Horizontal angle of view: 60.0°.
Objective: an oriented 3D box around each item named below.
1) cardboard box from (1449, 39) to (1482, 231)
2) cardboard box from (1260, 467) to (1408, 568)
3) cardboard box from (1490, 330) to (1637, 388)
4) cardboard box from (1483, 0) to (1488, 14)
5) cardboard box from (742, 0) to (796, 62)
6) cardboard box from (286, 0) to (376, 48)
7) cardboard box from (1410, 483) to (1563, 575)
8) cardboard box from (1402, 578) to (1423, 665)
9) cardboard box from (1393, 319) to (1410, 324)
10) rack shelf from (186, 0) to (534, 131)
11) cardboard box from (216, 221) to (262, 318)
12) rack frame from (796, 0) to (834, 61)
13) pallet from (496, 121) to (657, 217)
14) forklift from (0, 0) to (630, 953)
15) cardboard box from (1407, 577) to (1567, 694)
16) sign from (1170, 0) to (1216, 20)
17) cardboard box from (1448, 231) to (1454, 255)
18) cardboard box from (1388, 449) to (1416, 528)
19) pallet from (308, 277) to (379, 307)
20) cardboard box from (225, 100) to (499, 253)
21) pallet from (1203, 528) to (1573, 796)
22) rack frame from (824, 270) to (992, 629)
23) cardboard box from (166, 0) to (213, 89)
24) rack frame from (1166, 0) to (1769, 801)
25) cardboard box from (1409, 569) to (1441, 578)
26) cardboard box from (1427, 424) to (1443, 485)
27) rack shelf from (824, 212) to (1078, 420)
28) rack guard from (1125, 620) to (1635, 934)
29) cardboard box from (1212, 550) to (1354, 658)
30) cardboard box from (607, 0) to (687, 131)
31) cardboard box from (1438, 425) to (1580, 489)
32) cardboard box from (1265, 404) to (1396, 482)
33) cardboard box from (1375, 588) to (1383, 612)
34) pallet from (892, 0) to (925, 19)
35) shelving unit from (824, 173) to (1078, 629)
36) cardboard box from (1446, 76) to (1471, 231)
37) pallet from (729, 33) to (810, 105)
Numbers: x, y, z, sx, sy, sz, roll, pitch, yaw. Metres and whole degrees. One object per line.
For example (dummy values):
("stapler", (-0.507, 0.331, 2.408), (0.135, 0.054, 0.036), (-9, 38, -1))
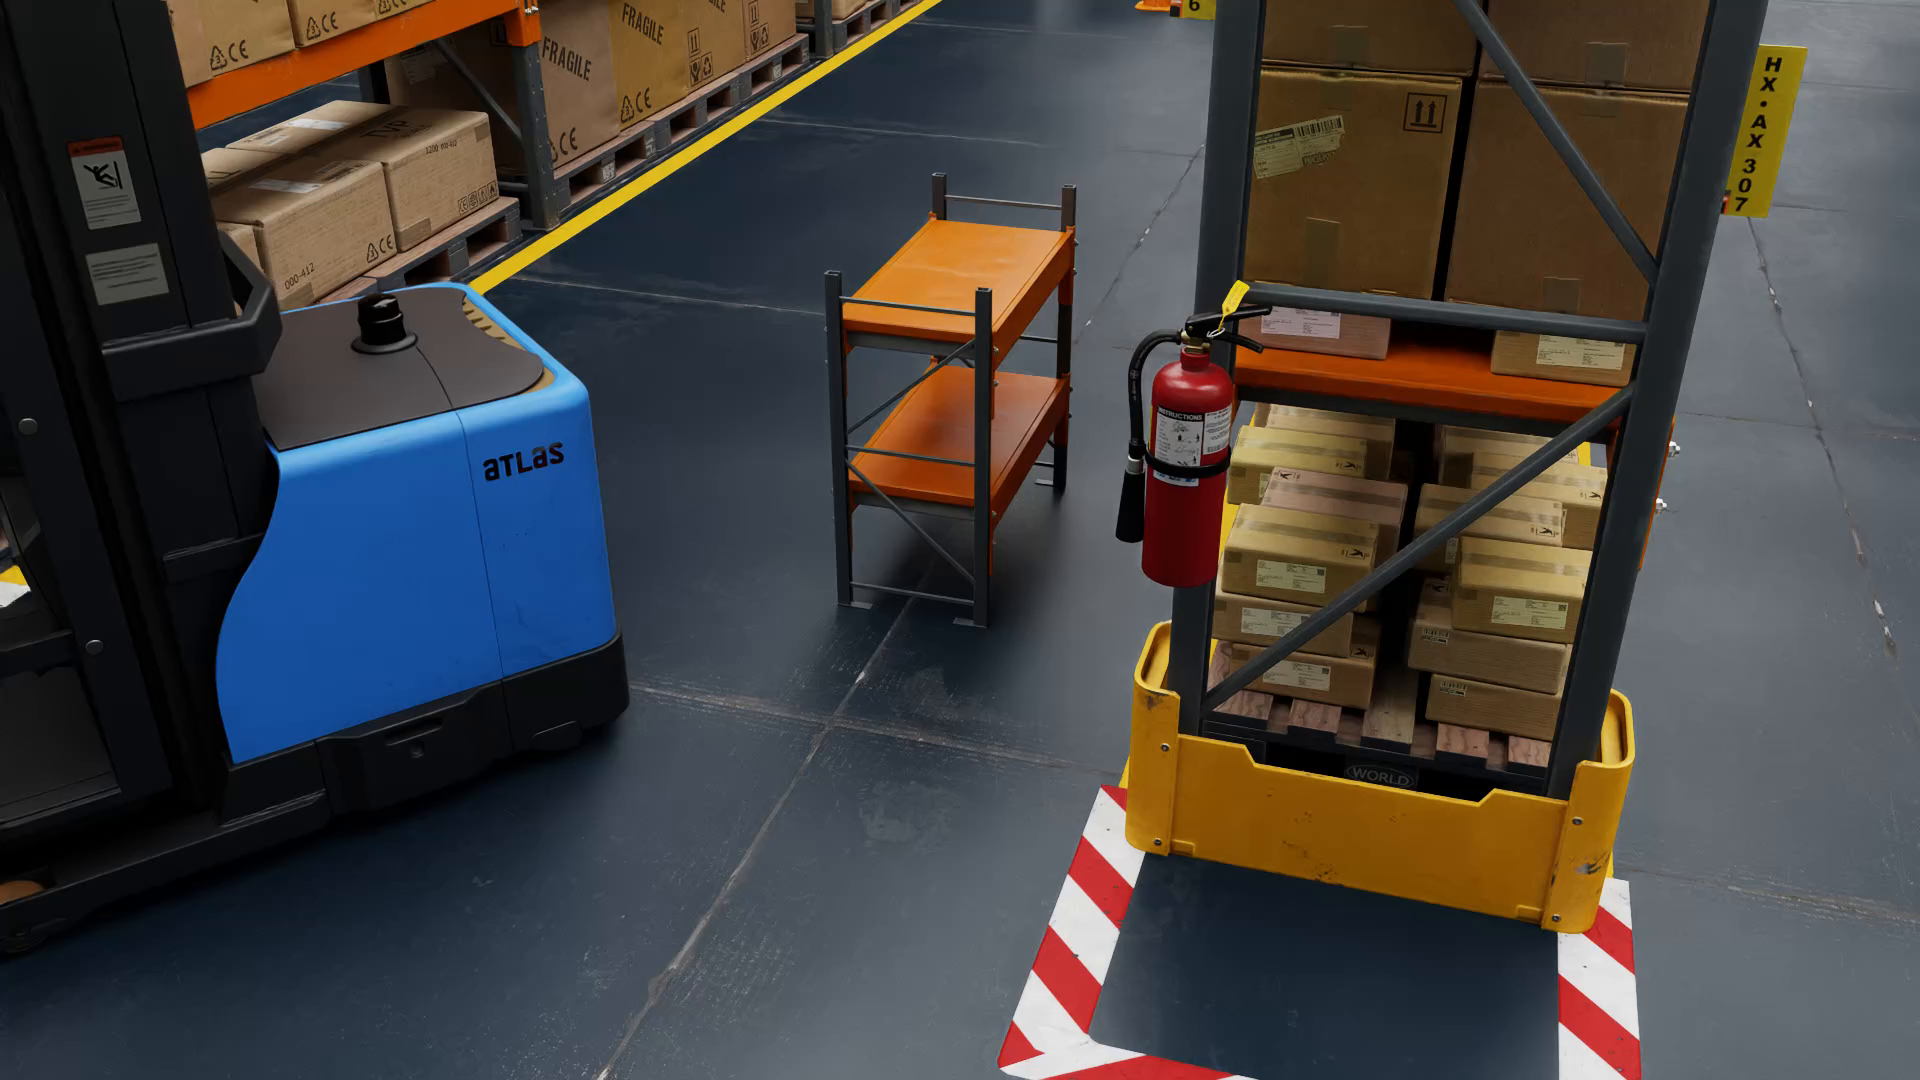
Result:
("cardboard box", (1.531, -1.070, 4.180), (0.500, 0.500, 0.500), (9, 30, 15))
("cardboard box", (1.045, -0.063, 4.667), (0.380, 0.149, 0.250), (9, 30, 16))
("cardboard box", (1.411, -0.469, 3.766), (0.380, 0.149, 0.250), (8, 30, 14))
("cardboard box", (1.530, -1.492, 3.909), (0.500, 0.500, 0.500), (9, 30, 16))
("cardboard box", (-1.693, -3.798, 11.246), (0.875, 0.875, 0.875), (8, 30, 14))
("cardboard box", (-2.756, -2.309, 6.713), (0.500, 0.500, 0.500), (8, 30, 14))
("cardboard box", (1.447, -0.013, 4.576), (0.380, 0.149, 0.250), (9, 30, 16))
("cardboard box", (1.461, 0.256, 4.705), (0.380, 0.149, 0.250), (8, 30, 15))
("cardboard box", (0.937, -0.667, 4.122), (0.380, 0.149, 0.250), (8, 30, 15))
("rack shelf", (-3.172, -1.750, 6.549), (1.077, 0.370, 4.000), (8, 30, 15))
("cardboard box", (-3.400, -0.946, 6.568), (0.875, 0.438, 0.875), (9, 30, 16))
("rack frame", (-1.411, -4.852, 11.387), (1.000, 3.000, 0.127), (8, 30, 15))
("pallet", (-2.430, -2.144, 9.387), (1.003, 0.211, 1.213), (8, 30, 15))
("forklift", (-2.456, -0.537, 3.700), (3.031, 2.935, 1.130), (-18, 34, -29))
("cardboard box", (1.402, 0.250, 4.409), (0.380, 0.149, 0.250), (10, 31, 17))
("sign", (0.478, -1.208, 3.319), (0.100, 0.325, 0.005), (8, 30, 15))
("cardboard box", (1.522, -0.851, 4.452), (0.380, 0.149, 0.250), (10, 31, 17))
("cardboard box", (1.213, -0.181, 5.184), (0.380, 0.149, 0.250), (8, 30, 14))
("pallet", (-3.239, -0.864, 7.086), (1.003, 0.211, 1.213), (8, 30, 15))
("cardboard box", (-2.872, -1.781, 8.069), (0.875, 0.438, 0.875), (8, 30, 14))
("pallet", (1.297, 0.336, 4.929), (1.003, 0.211, 1.213), (8, 30, 15))
("rack frame", (-0.151, -0.252, 5.046), (0.500, 1.125, 0.032), (8, 30, 15))
("cardboard box", (-3.055, -1.833, 5.857), (0.500, 0.500, 0.500), (8, 30, 15))
("rack frame", (1.003, -0.475, 3.518), (1.000, 3.000, 0.127), (8, 30, 15))
("cardboard box", (1.524, 0.005, 4.850), (0.380, 0.149, 0.250), (9, 30, 16))
("cardboard box", (1.690, -0.236, 5.283), (0.380, 0.149, 0.250), (7, 30, 12))
("rack shelf", (-0.002, -0.744, 5.329), (0.538, 0.278, 1.000), (8, 30, 15))
("rack guard", (1.025, 0.582, 4.190), (1.175, 0.500, 0.348), (8, 30, 15))
("cardboard box", (0.885, 0.171, 4.551), (0.380, 0.149, 0.250), (8, 30, 14))
("cardboard box", (-2.222, -2.969, 9.755), (0.875, 0.875, 0.875), (9, 30, 16))
("cardboard box", (1.637, -0.239, 4.983), (0.380, 0.149, 0.250), (7, 30, 12))
("cardboard box", (1.136, -0.313, 5.116), (0.380, 0.149, 0.250), (7, 30, 13))
("cardboard box", (1.096, 0.068, 5.042), (0.380, 0.149, 0.250), (8, 30, 15))
("pallet", (-0.820, -4.562, 13.733), (1.003, 0.211, 1.213), (8, 30, 15))
("shelving unit", (-0.002, -0.488, 5.471), (0.538, 1.125, 1.048), (8, 30, 15))
("cardboard box", (1.045, -1.133, 4.292), (0.500, 0.500, 0.500), (8, 30, 14))
("pallet", (-1.714, -3.278, 11.425), (1.003, 0.211, 1.213), (8, 30, 15))
